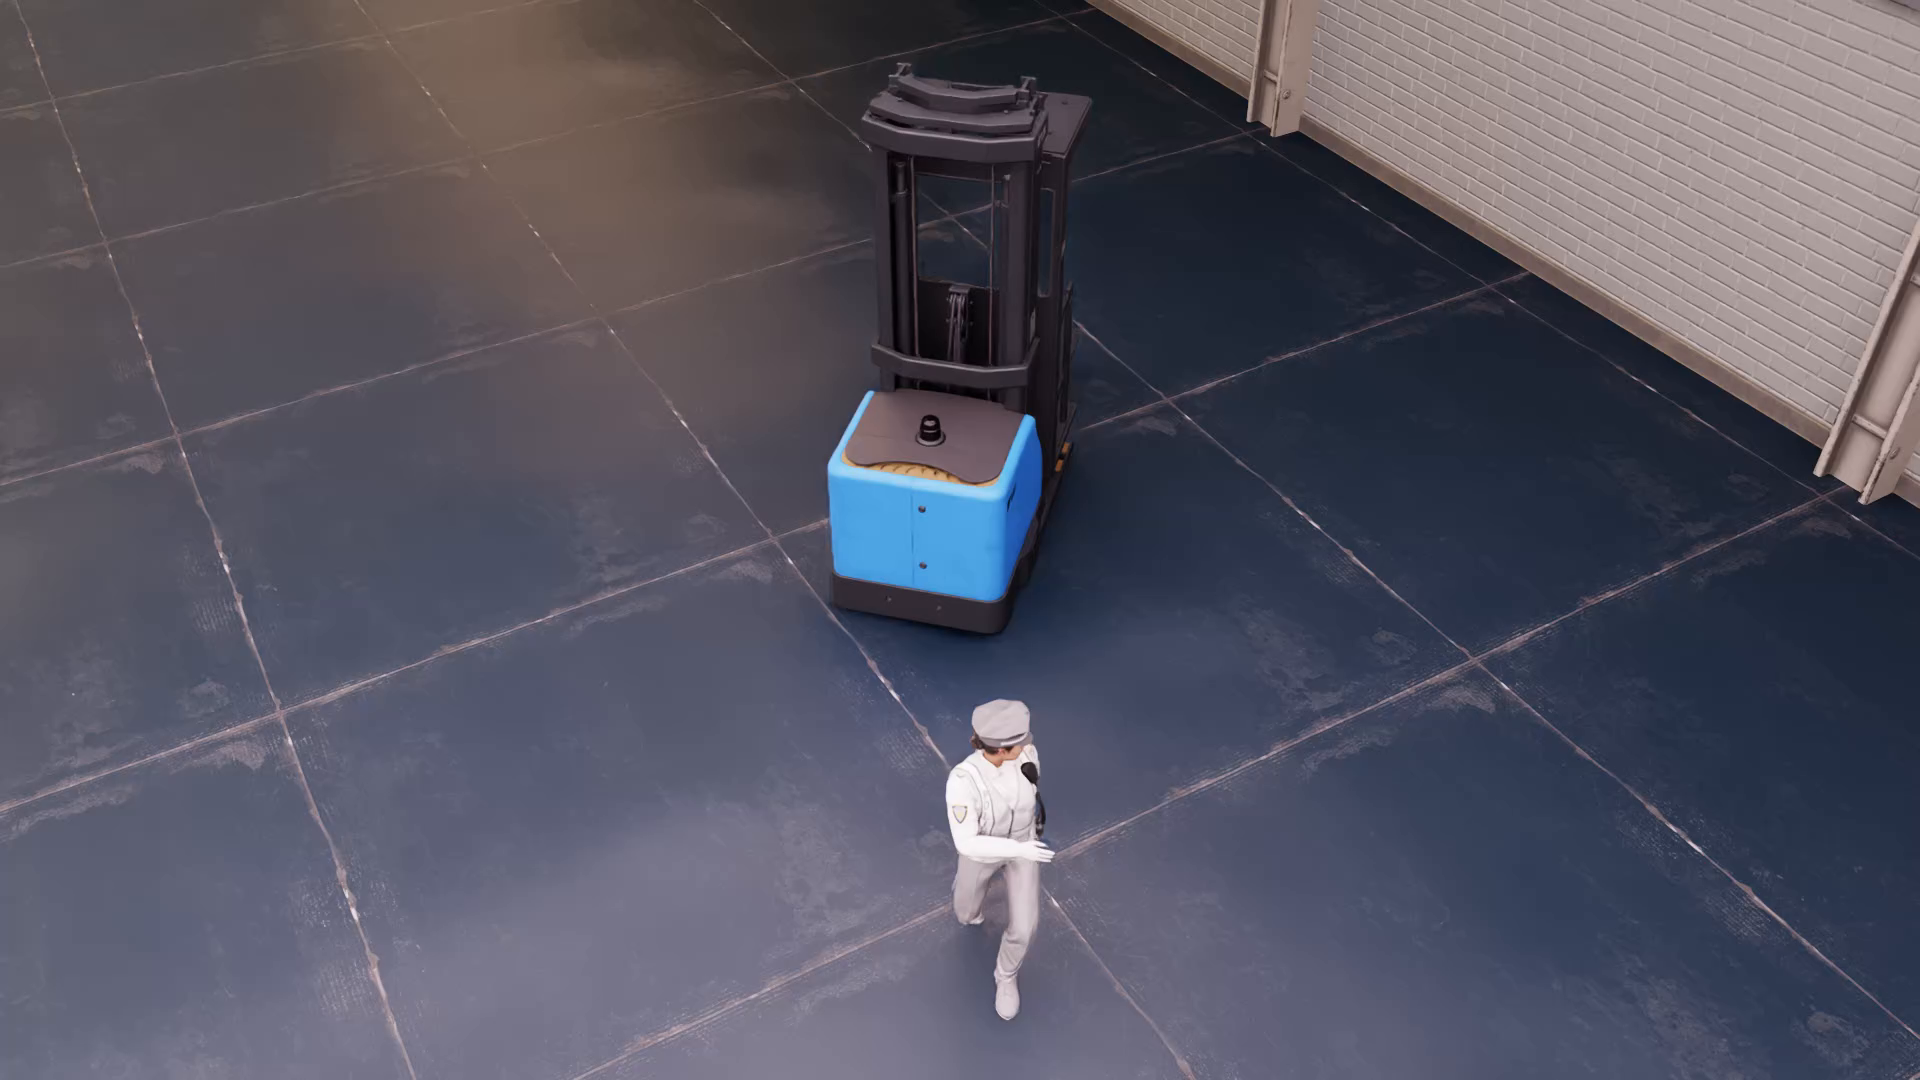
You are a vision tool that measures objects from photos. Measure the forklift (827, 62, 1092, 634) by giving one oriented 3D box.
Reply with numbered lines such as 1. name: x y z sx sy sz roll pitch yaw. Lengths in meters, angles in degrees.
1. forklift: 0.119 -1.538 9.890 1.130 2.935 3.031 10 41 11

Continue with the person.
1. person: 0.187 1.355 7.485 0.531 1.586 0.810 -9 41 -11
